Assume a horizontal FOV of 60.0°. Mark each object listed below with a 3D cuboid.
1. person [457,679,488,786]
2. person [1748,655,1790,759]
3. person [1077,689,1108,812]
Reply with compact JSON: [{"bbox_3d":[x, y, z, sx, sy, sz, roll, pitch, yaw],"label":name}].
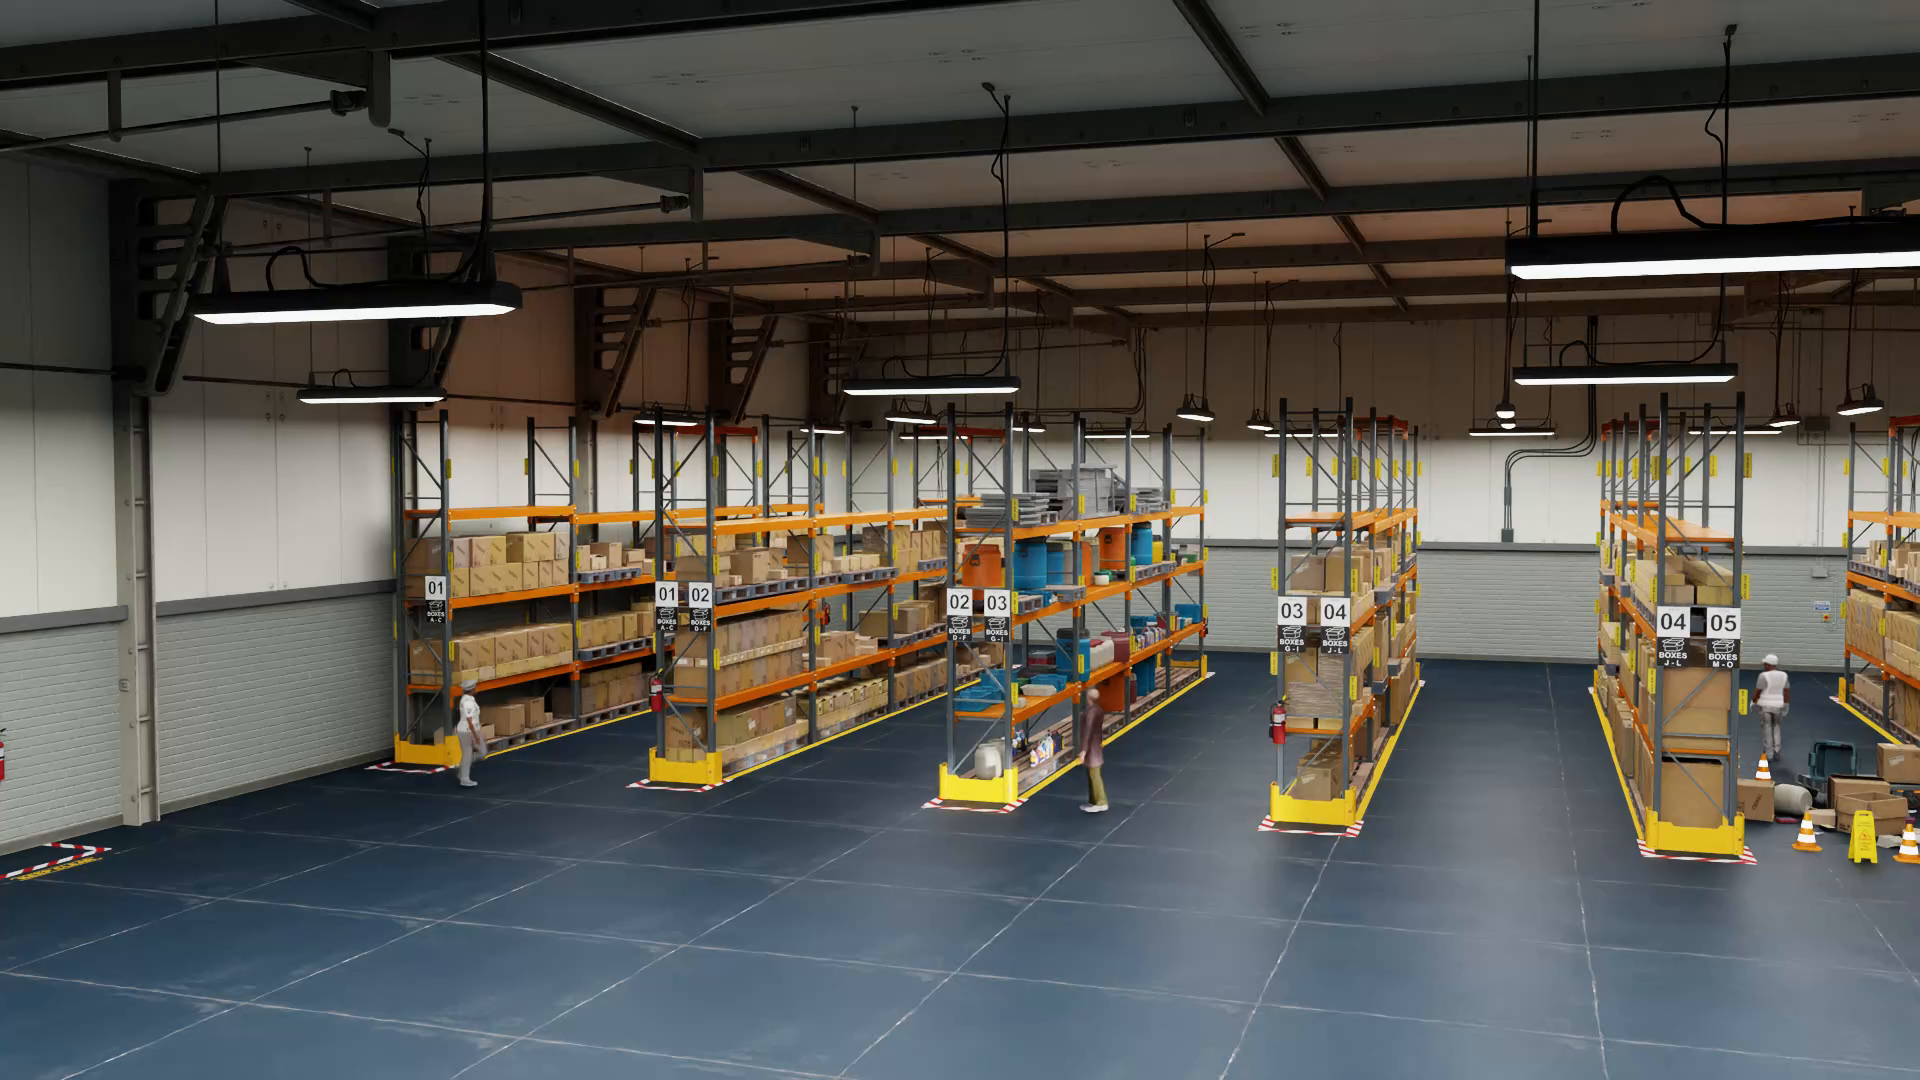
[{"bbox_3d":[-7.723,3.018,26.138,0.537,1.677,0.453,1,3,15],"label":"person"},{"bbox_3d":[13.944,2.879,28.634,0.632,1.821,0.598,1,3,14],"label":"person"},{"bbox_3d":[1.936,3.075,24.230,0.451,1.800,0.618,0,2,5],"label":"person"}]
